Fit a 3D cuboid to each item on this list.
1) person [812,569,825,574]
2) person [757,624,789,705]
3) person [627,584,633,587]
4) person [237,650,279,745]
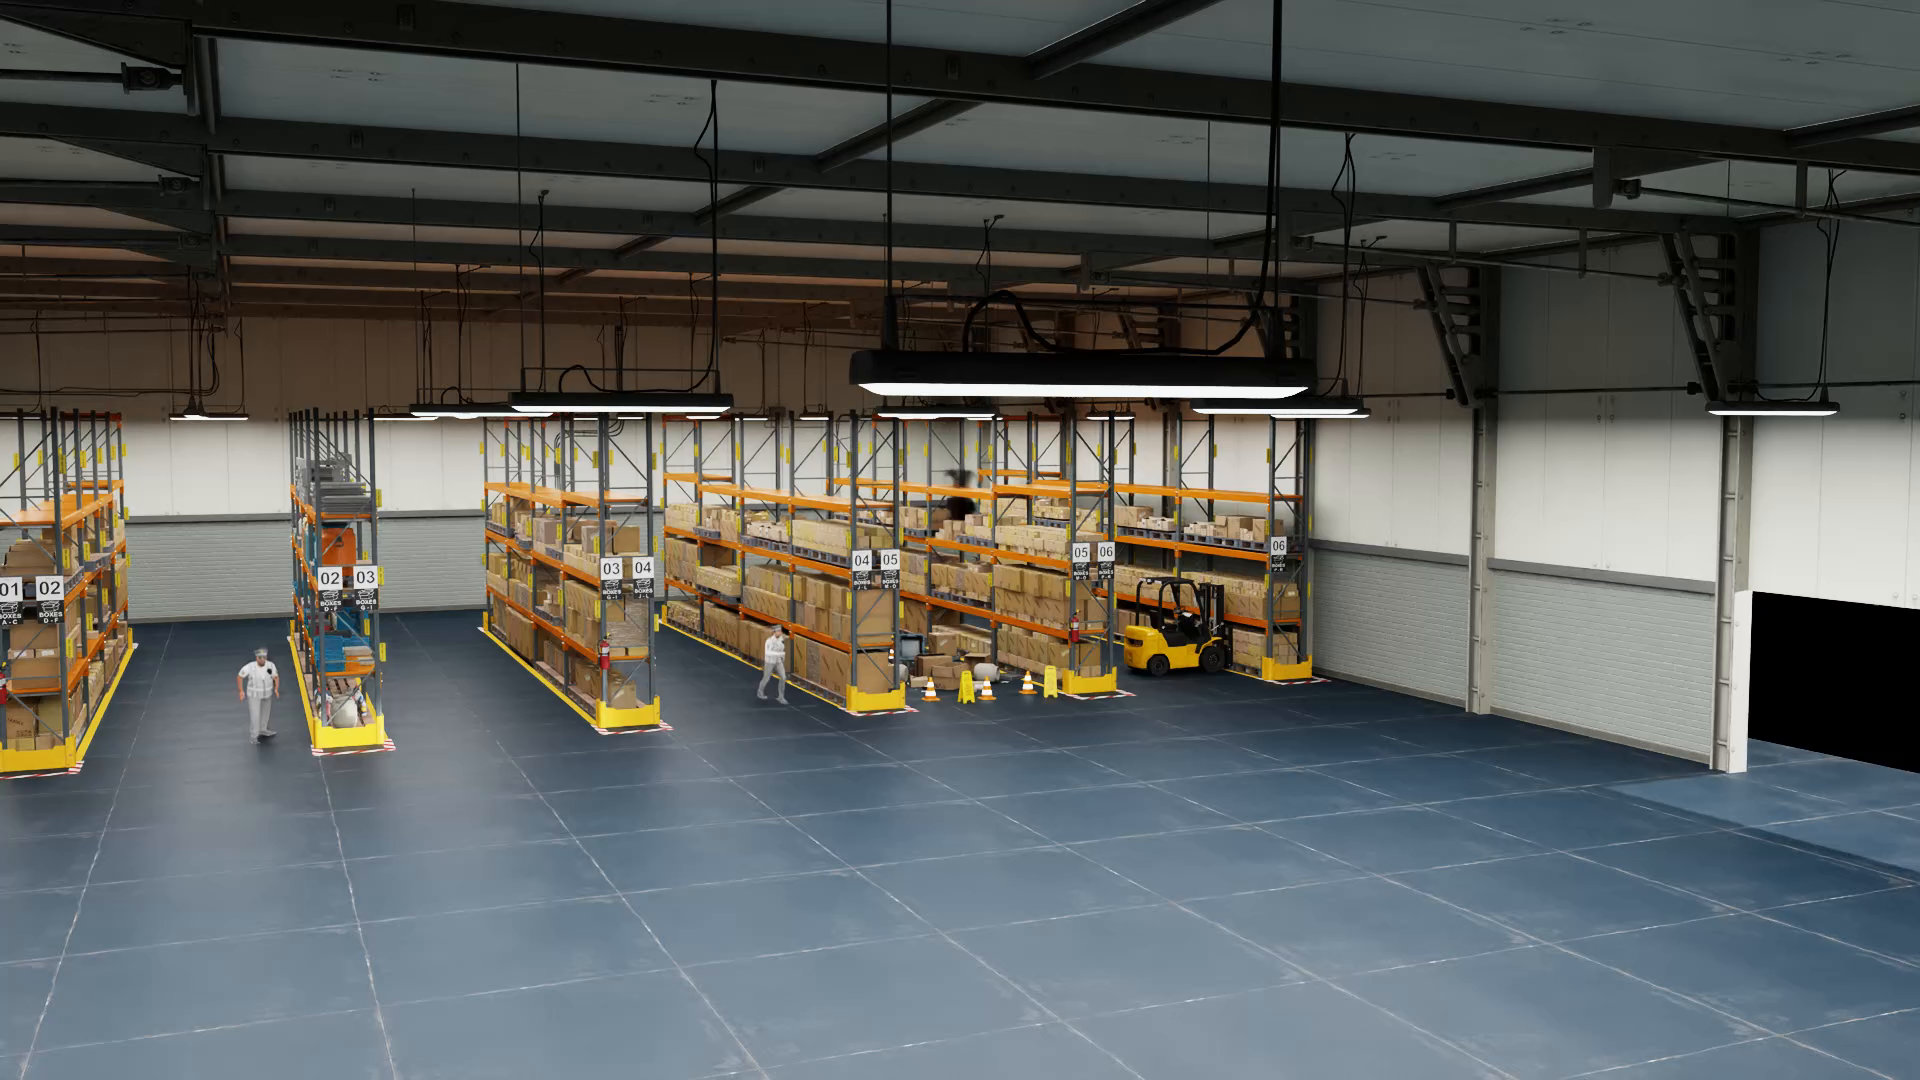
[{"bbox_3d":[-4.279,1.364,51.146,0.588,1.582,0.607,-3,5,-32],"label":"person"},{"bbox_3d":[-3.819,2.525,33.979,0.599,1.663,0.942,-3,5,-41],"label":"person"},{"bbox_3d":[-8.911,1.802,44.399,0.925,1.637,0.688,3,5,41],"label":"person"},{"bbox_3d":[-12.609,2.787,29.951,0.790,1.712,0.733,4,5,42],"label":"person"}]
